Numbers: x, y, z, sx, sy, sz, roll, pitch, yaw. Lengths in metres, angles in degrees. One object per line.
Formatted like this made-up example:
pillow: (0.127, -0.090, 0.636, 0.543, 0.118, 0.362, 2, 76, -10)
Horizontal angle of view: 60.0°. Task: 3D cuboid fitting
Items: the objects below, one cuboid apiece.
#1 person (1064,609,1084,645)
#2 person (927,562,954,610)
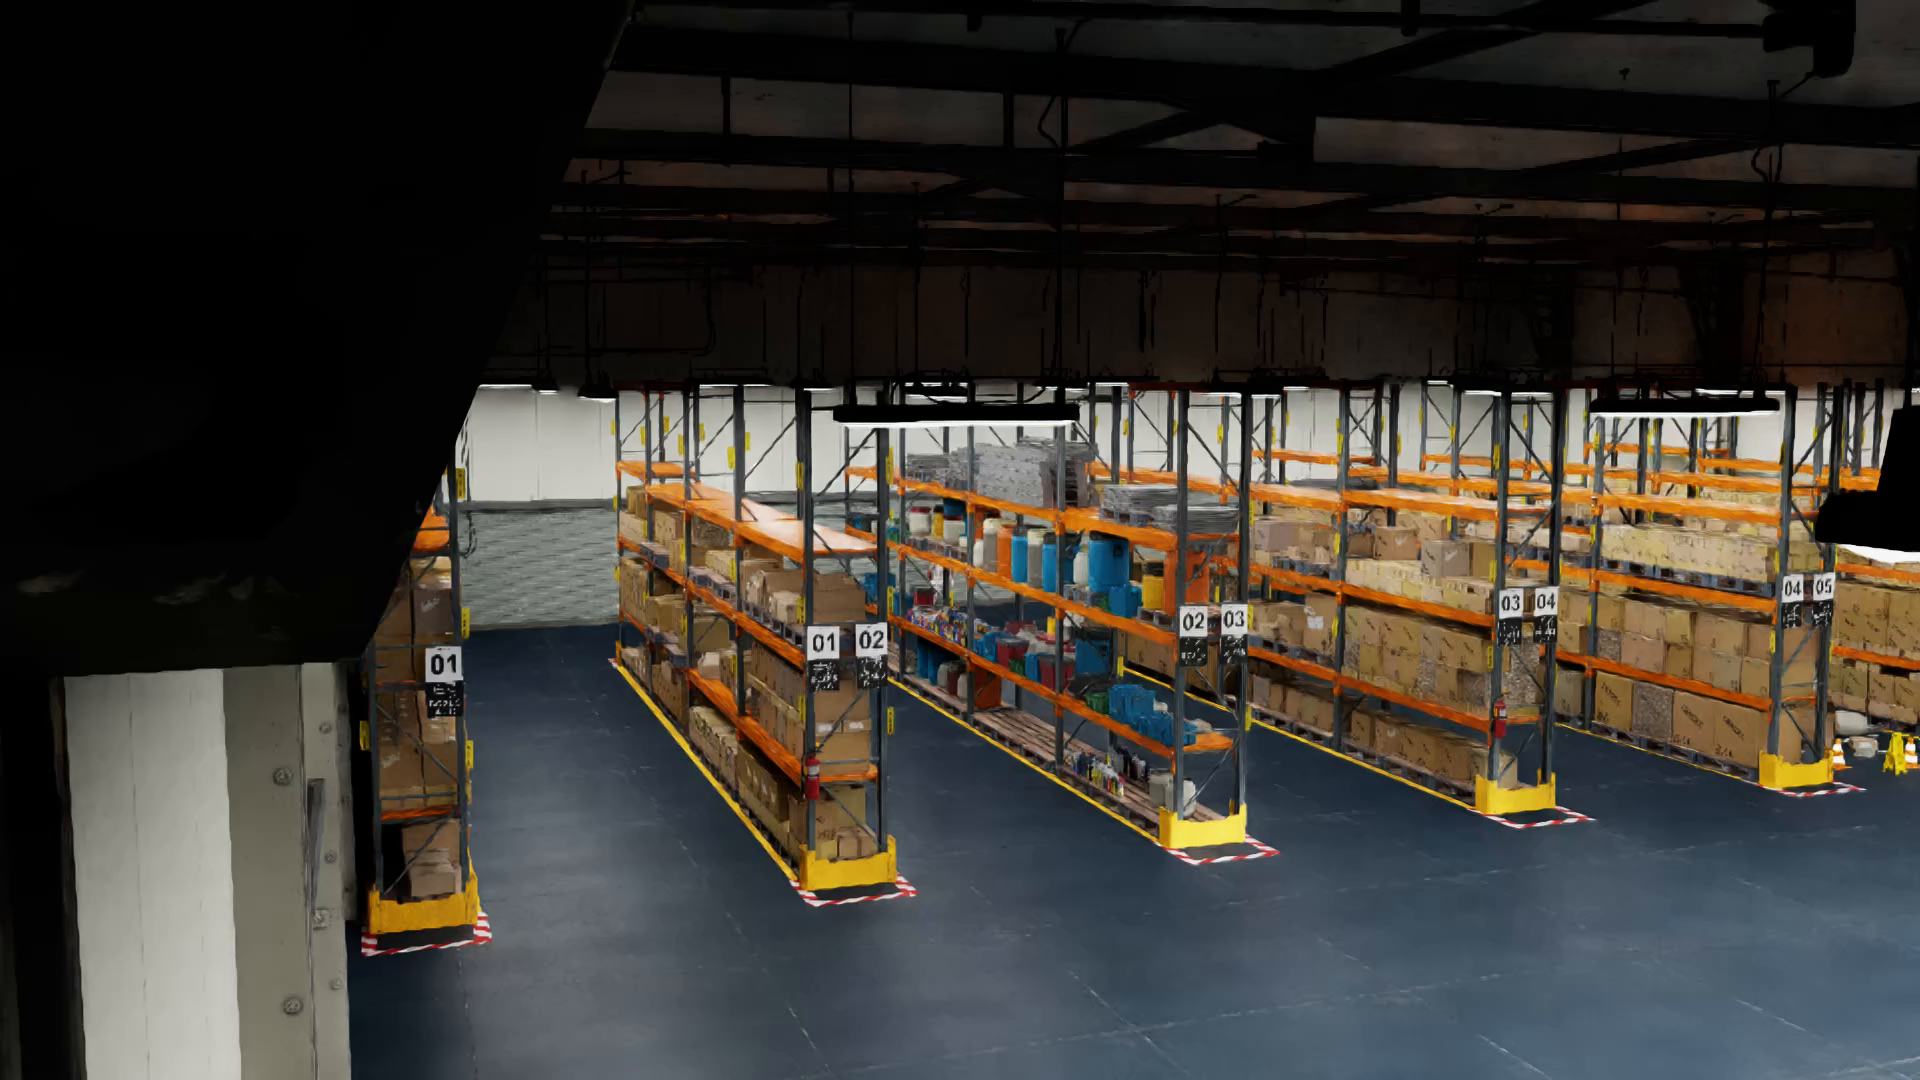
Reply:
person: (2.353, 1.762, 35.097, 0.539, 1.715, 1.031, -1, 6, -11)
person: (-0.468, 1.076, 41.647, 0.702, 1.734, 0.549, -2, 6, -21)
